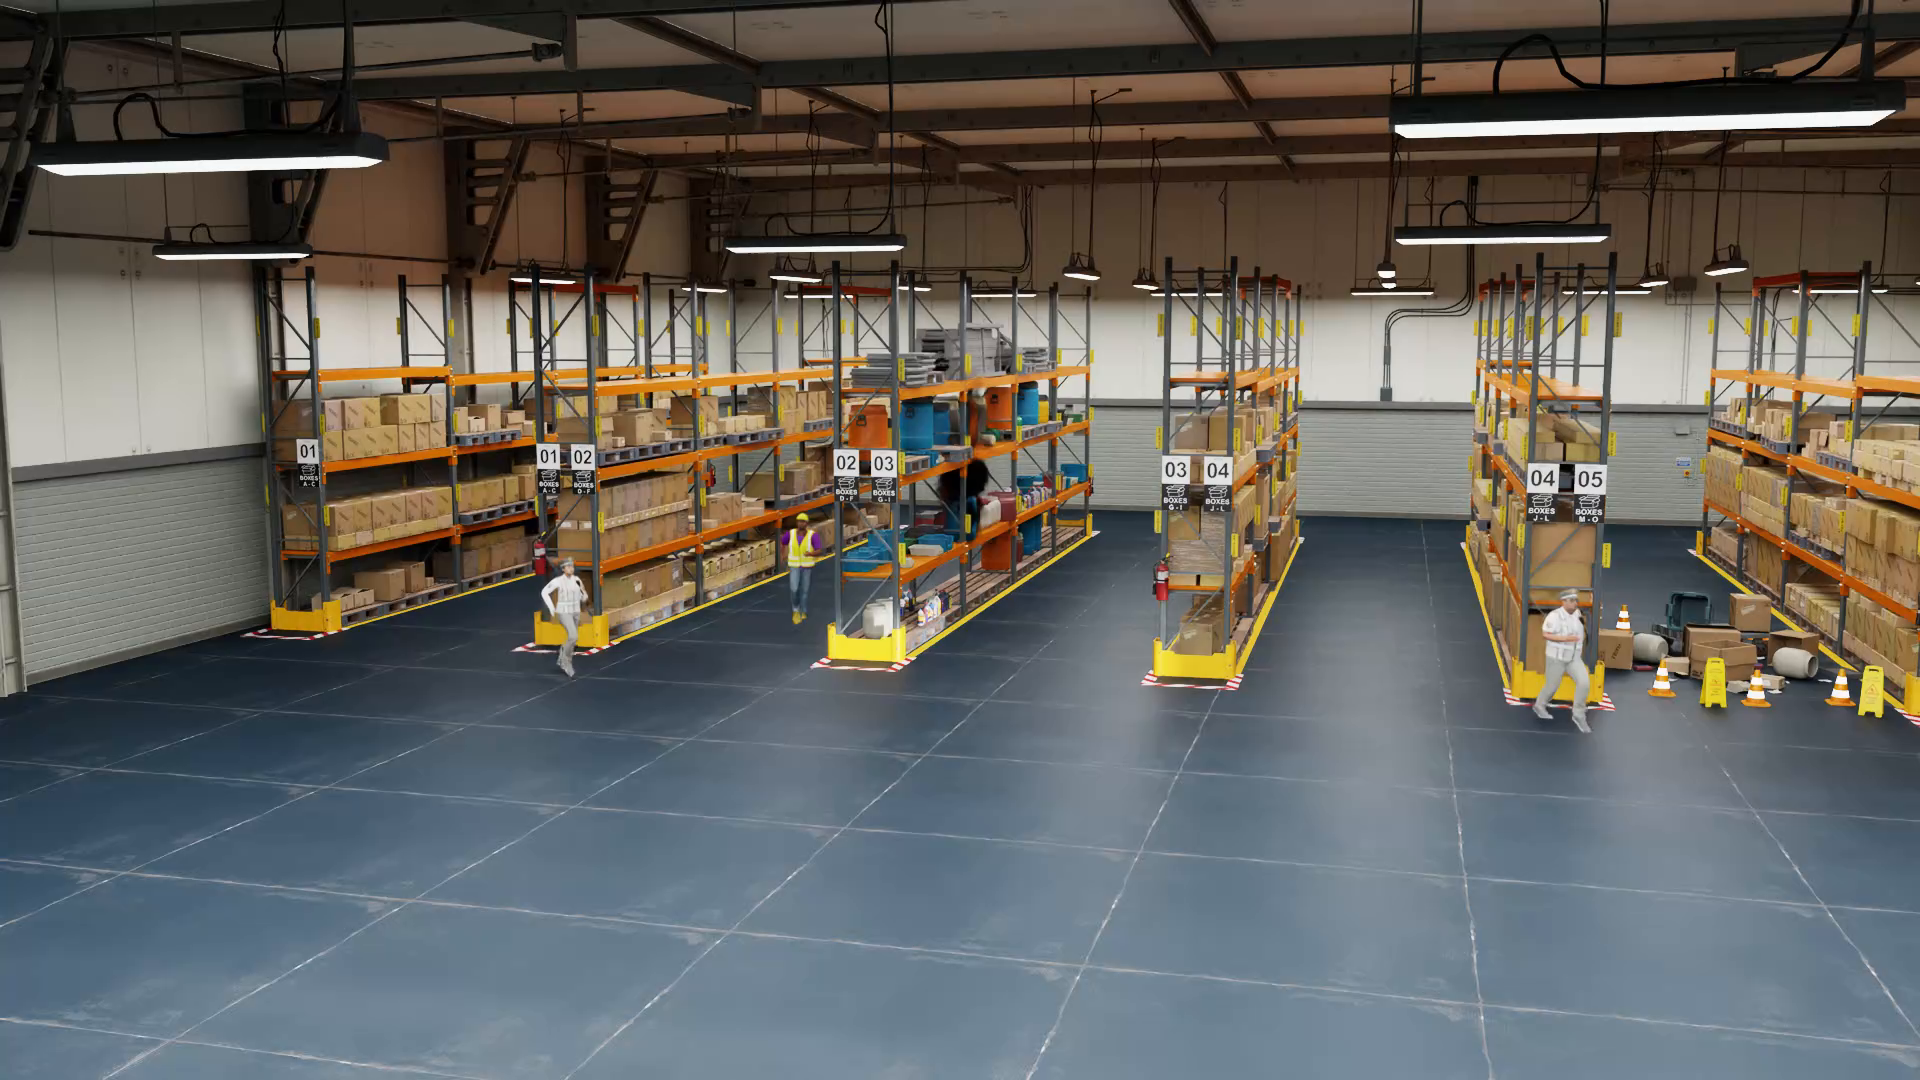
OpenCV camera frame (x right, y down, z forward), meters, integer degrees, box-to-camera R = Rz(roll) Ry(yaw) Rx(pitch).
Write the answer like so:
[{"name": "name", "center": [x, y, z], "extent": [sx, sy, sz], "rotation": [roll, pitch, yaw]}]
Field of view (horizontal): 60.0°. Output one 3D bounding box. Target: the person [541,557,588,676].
[{"name": "person", "center": [-5.689, 1.104, 24.212], "extent": [0.697, 1.729, 0.577], "rotation": [6, 9, 37]}]

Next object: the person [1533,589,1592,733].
[{"name": "person", "center": [7.588, 1.495, 20.963], "extent": [0.681, 1.833, 0.845], "rotation": [-2, 8, -17]}]

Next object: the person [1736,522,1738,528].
[{"name": "person", "center": [17.877, -0.678, 37.786], "extent": [0.717, 1.757, 0.986], "rotation": [-4, 8, -31]}]

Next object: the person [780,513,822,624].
[{"name": "person", "center": [-2.564, 0.464, 26.784], "extent": [0.692, 1.798, 0.658], "rotation": [0, 7, -3]}]
